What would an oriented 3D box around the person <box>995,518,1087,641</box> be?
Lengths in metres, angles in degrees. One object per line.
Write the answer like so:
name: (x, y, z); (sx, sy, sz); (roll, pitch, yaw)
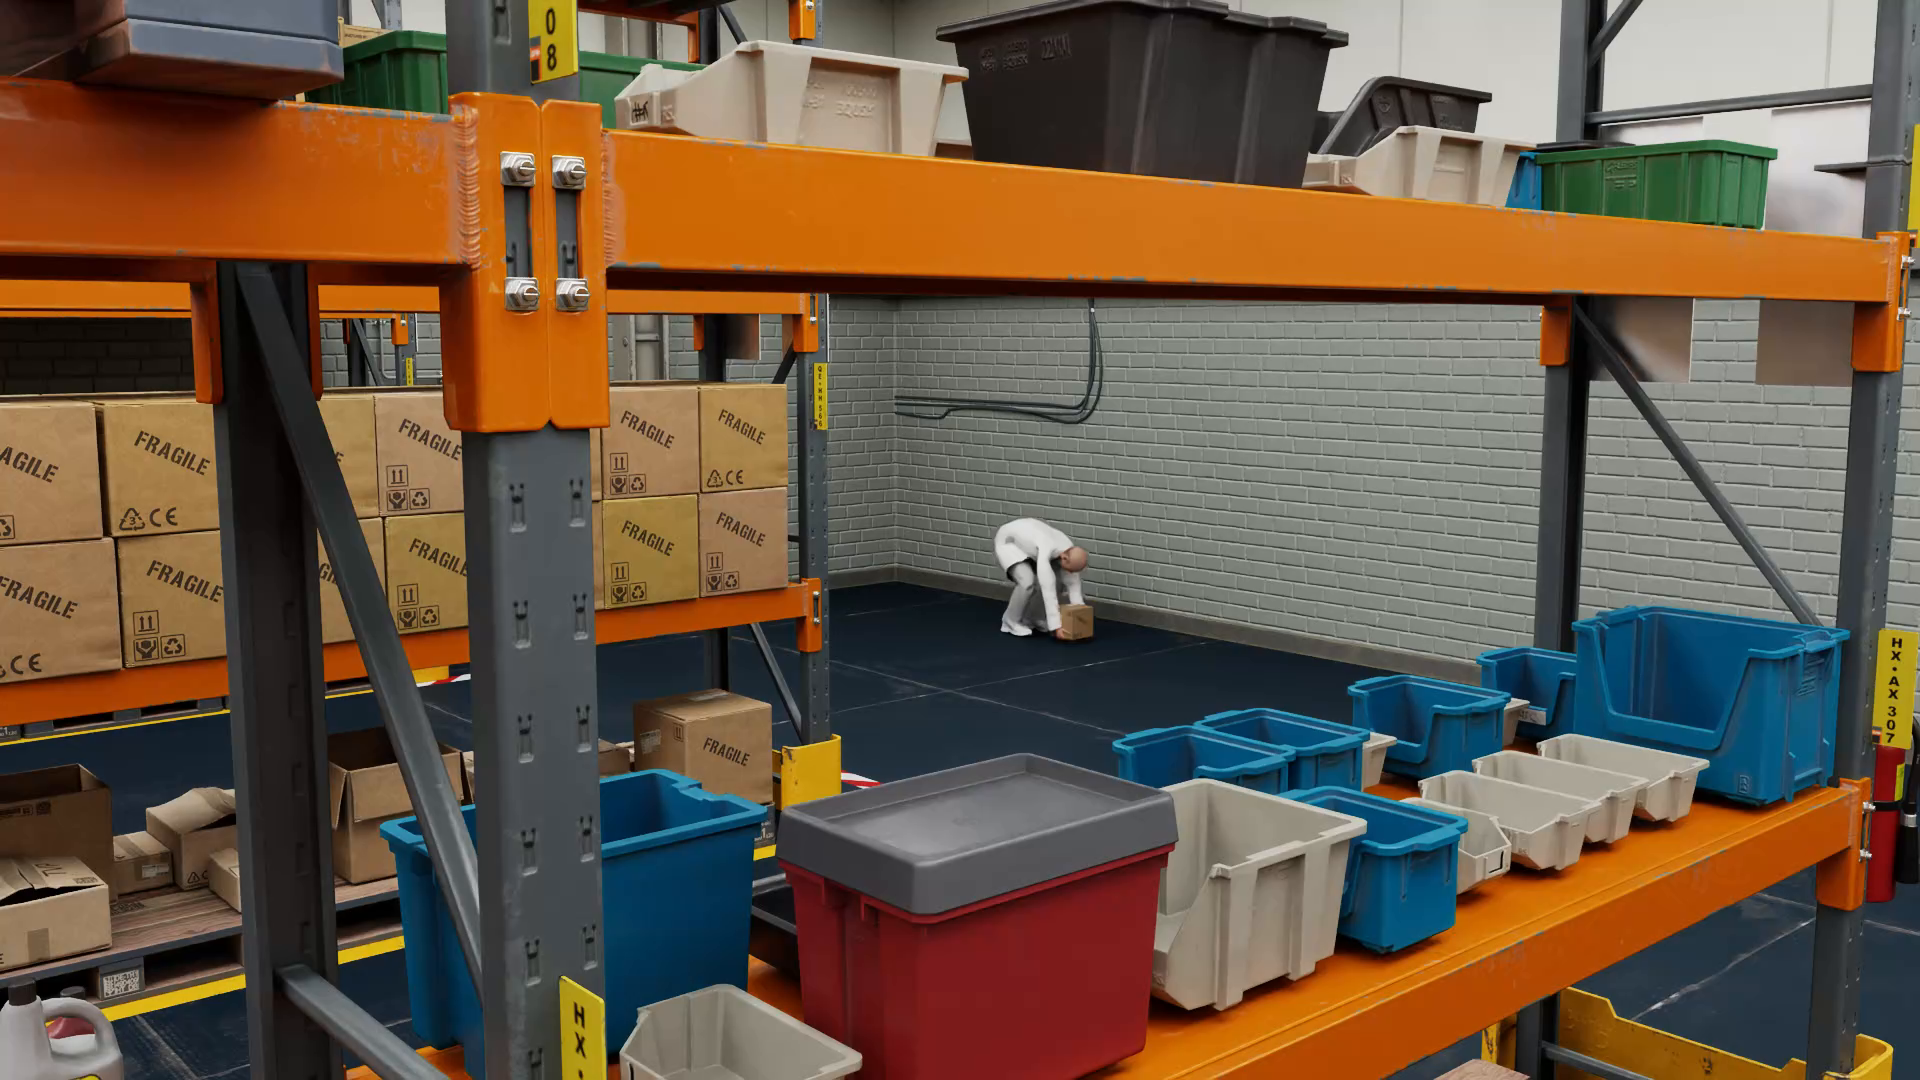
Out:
person: (0.697, 0.319, 13.972); (0.593, 0.981, 0.944); (-7, 10, -44)
